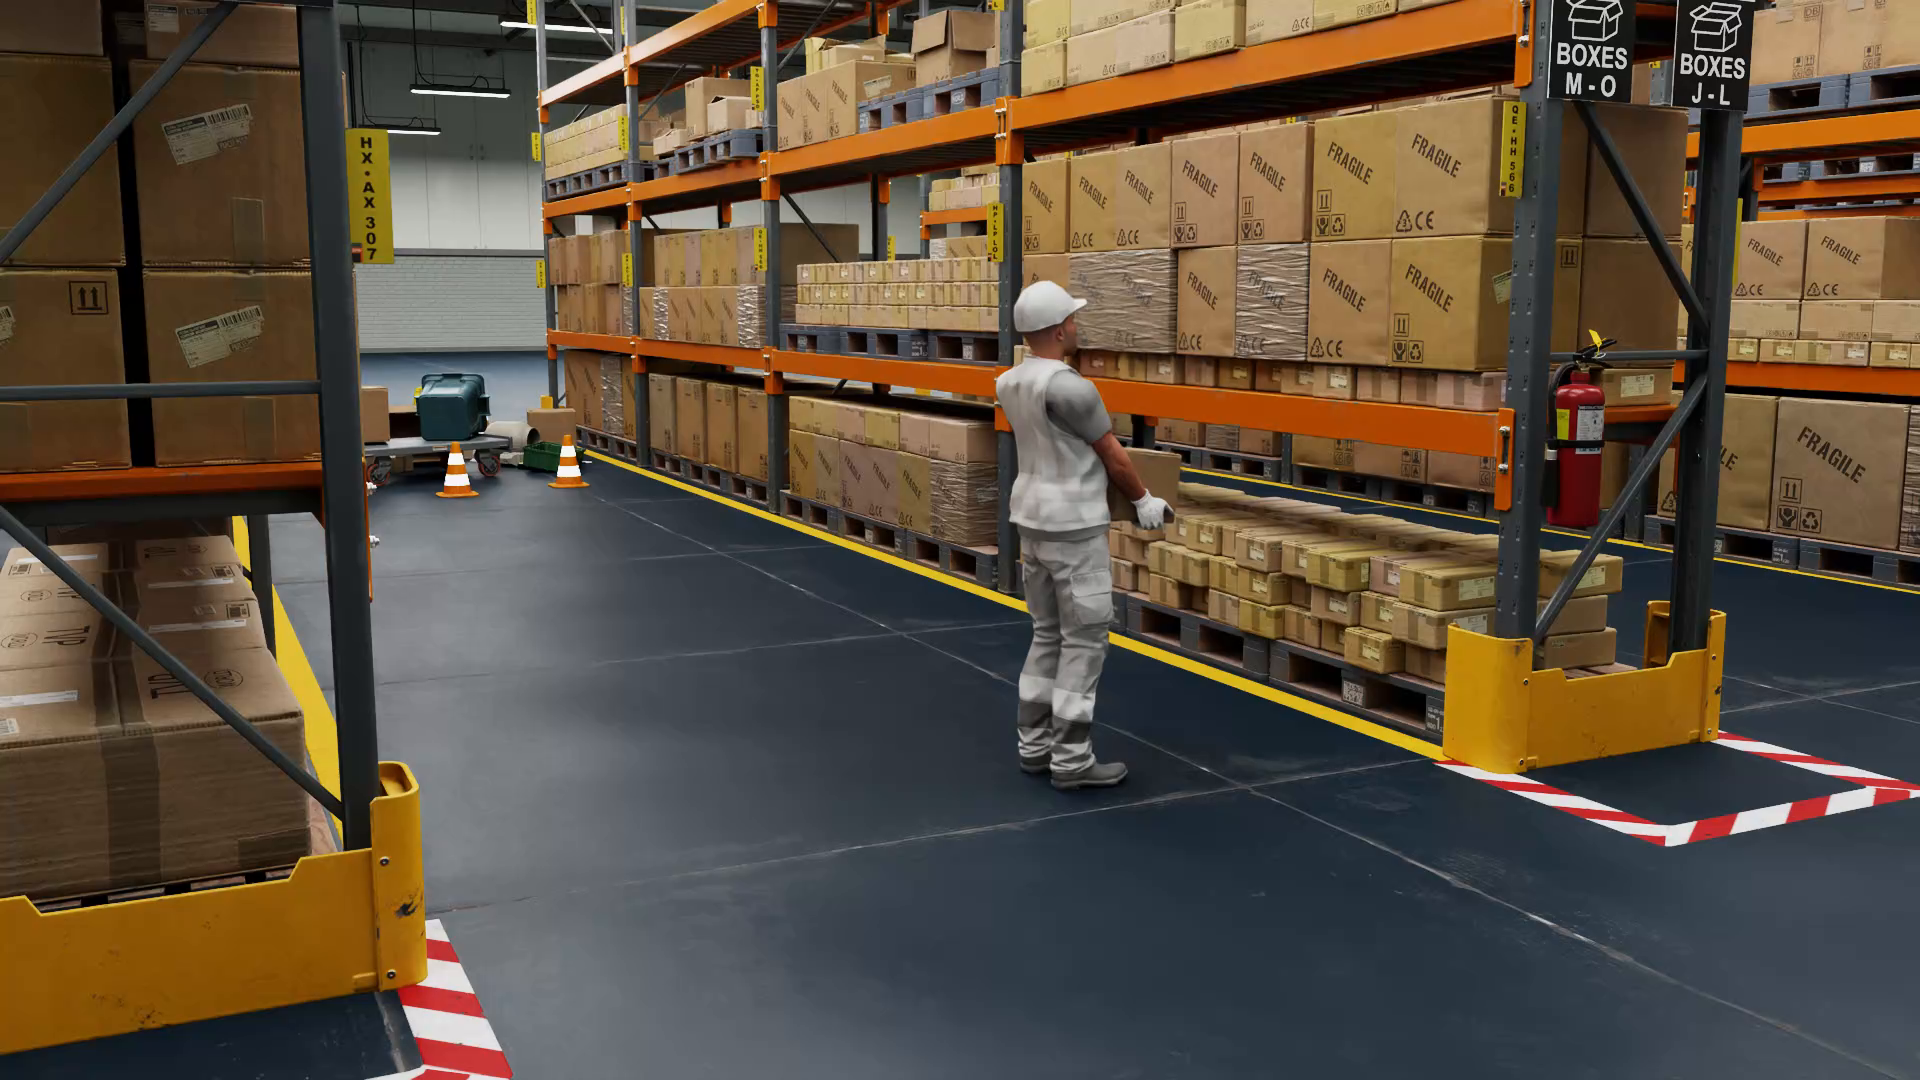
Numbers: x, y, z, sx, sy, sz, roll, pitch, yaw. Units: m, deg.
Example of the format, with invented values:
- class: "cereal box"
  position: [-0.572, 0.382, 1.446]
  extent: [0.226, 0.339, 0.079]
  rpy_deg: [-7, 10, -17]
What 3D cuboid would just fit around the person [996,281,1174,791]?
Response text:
- class: "person"
  position: [0.448, -0.028, 5.969]
  extent: [0.561, 1.782, 0.493]
  rpy_deg: [-4, 9, -25]
